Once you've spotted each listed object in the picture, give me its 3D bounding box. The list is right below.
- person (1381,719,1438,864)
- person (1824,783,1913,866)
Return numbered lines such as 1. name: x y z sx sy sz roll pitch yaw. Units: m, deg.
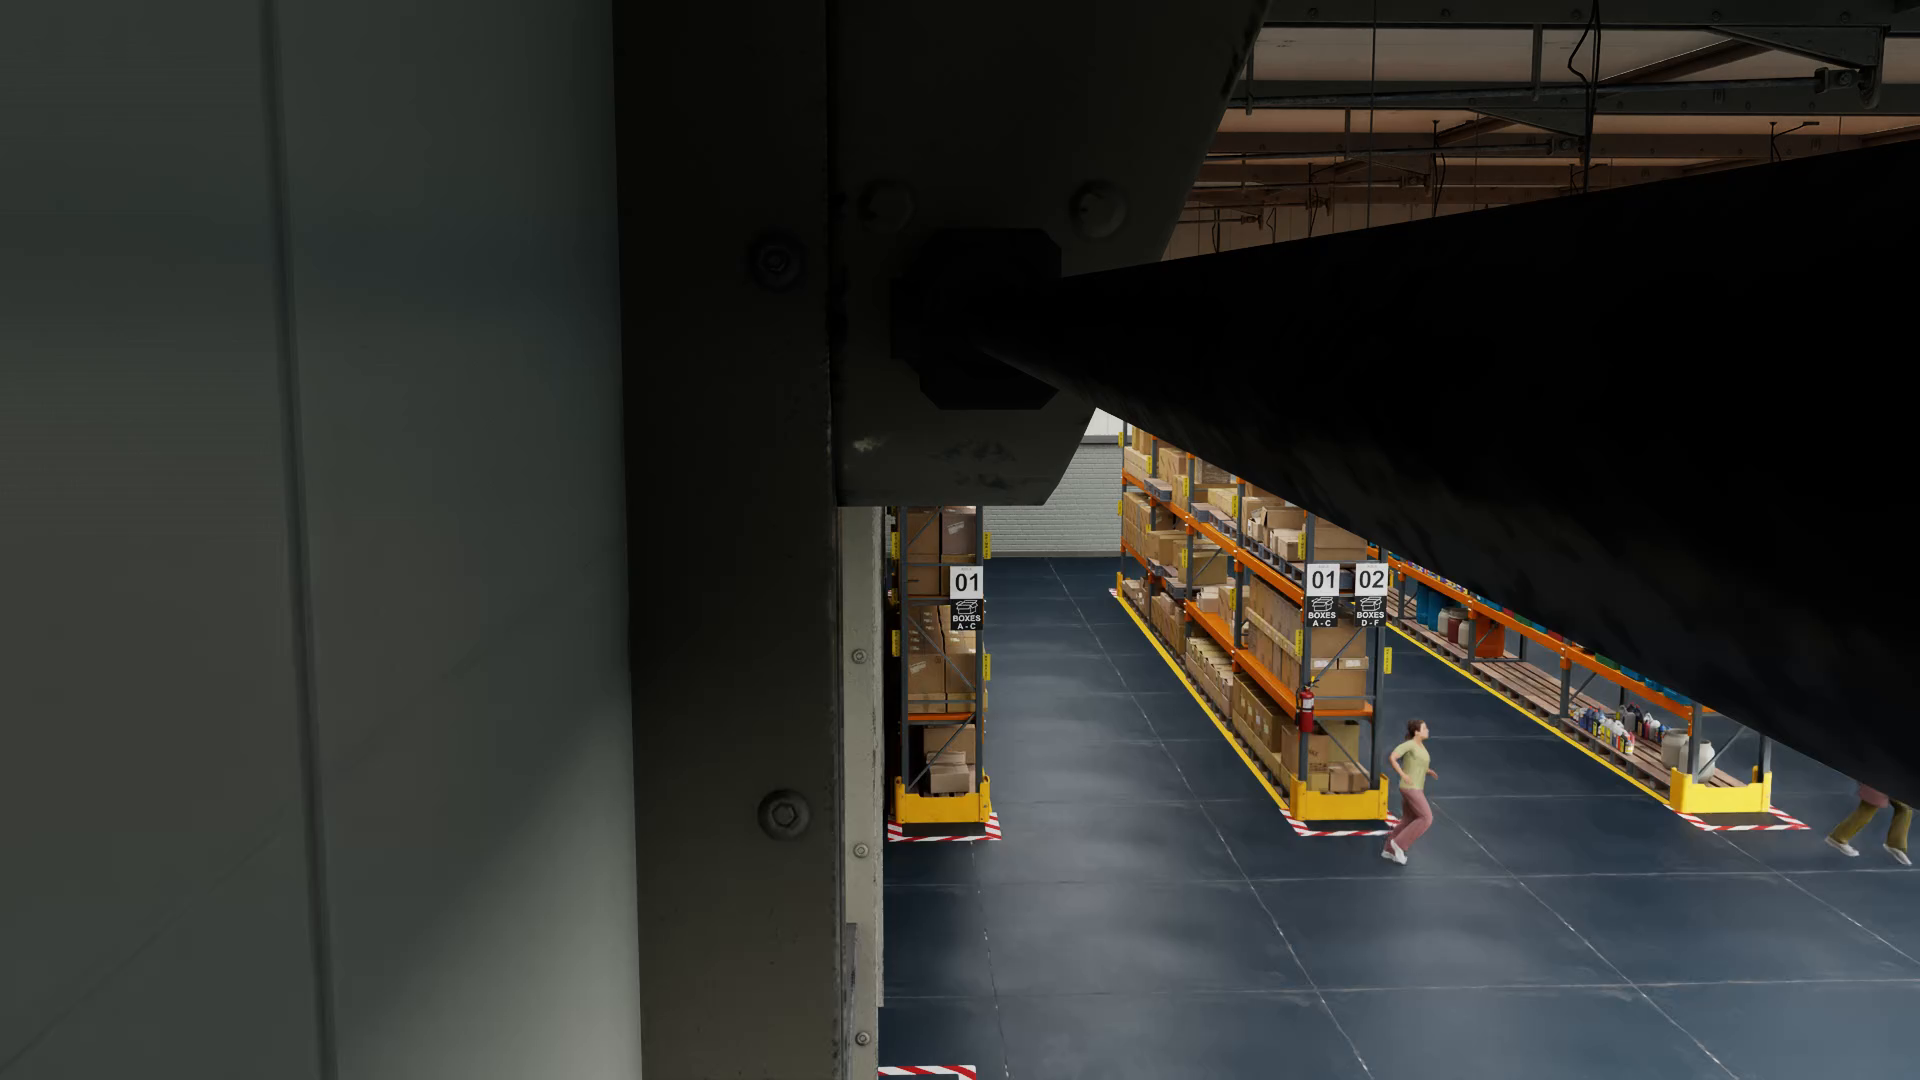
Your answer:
1. person: 5.161 2.843 18.991 0.566 1.621 0.626 4 9 26
2. person: 10.479 2.803 18.986 0.982 1.840 0.728 5 9 31
